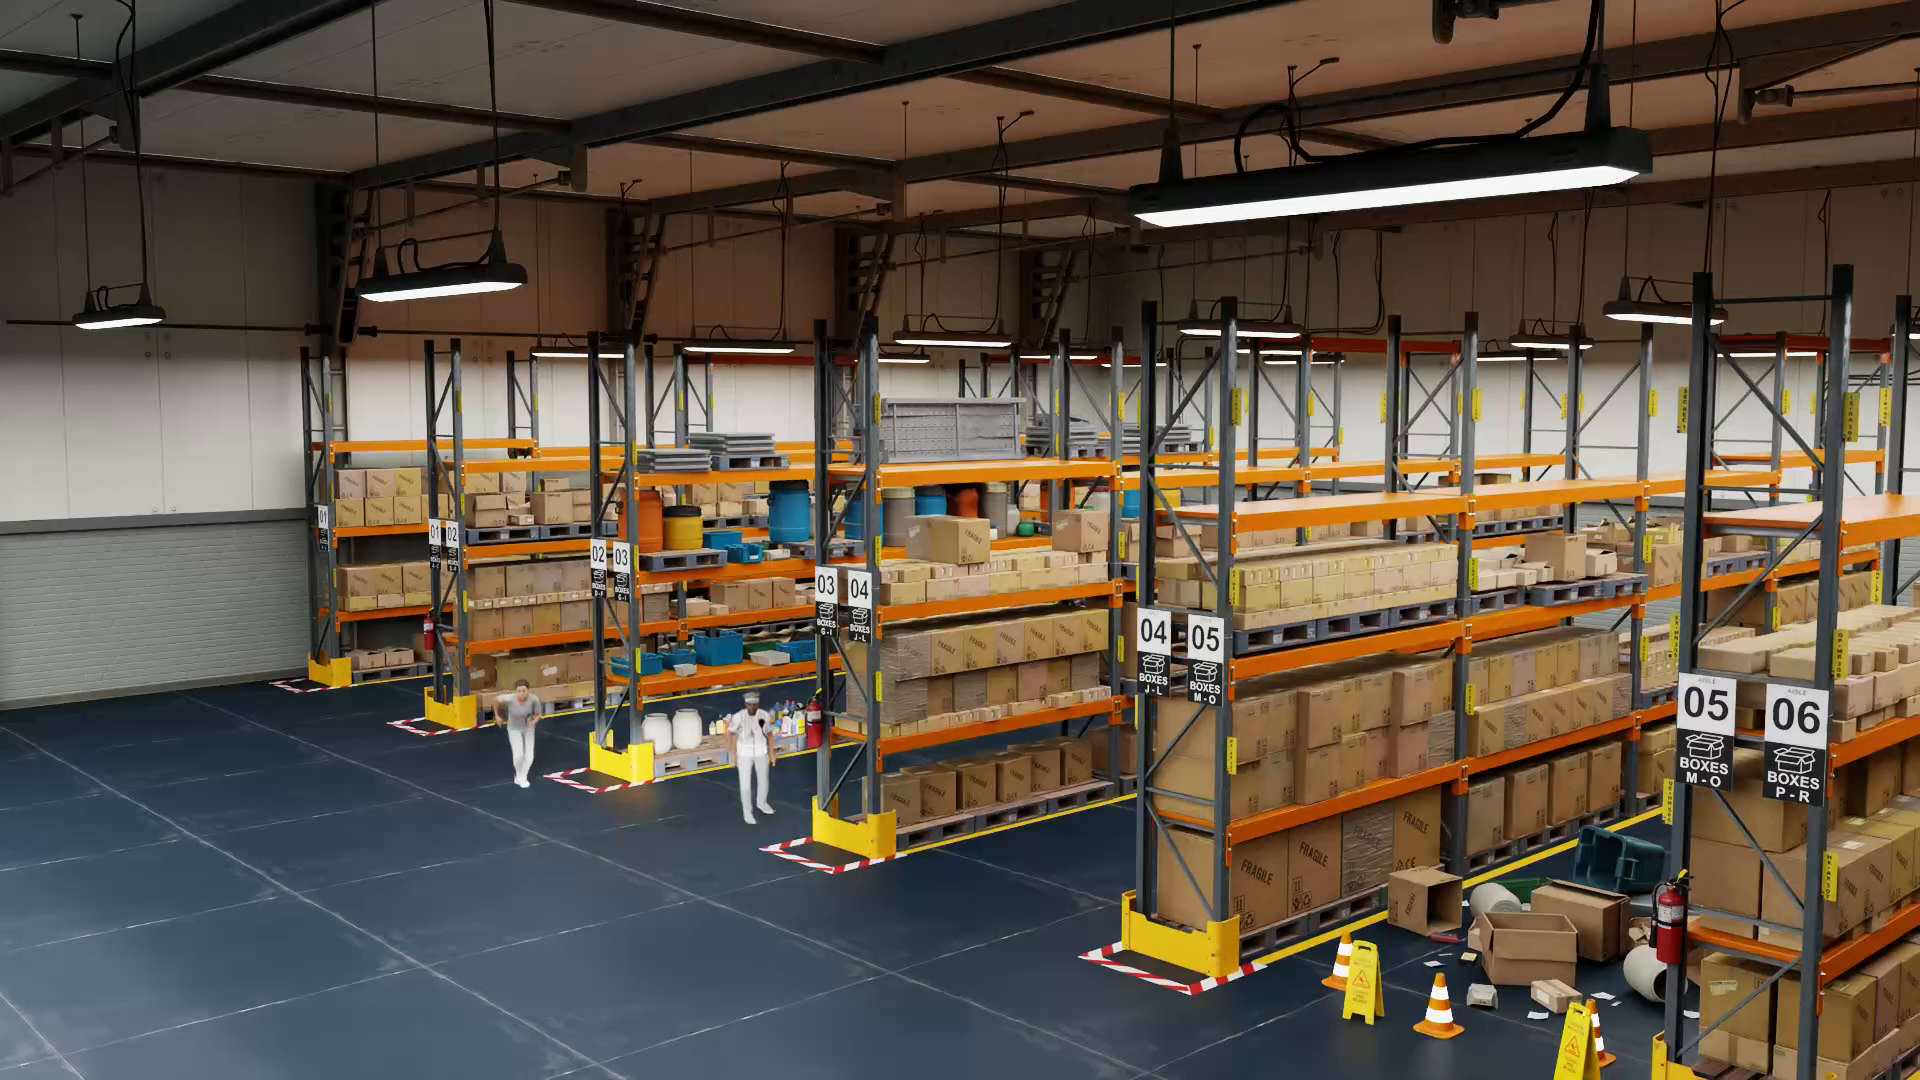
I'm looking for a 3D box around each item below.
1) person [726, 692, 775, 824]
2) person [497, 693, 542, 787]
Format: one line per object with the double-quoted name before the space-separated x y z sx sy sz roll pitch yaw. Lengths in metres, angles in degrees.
"person" -2.536 2.600 20.173 0.608 1.635 0.710 -1 5 -16
"person" -5.757 2.605 21.720 0.546 1.305 0.628 -2 5 -20
